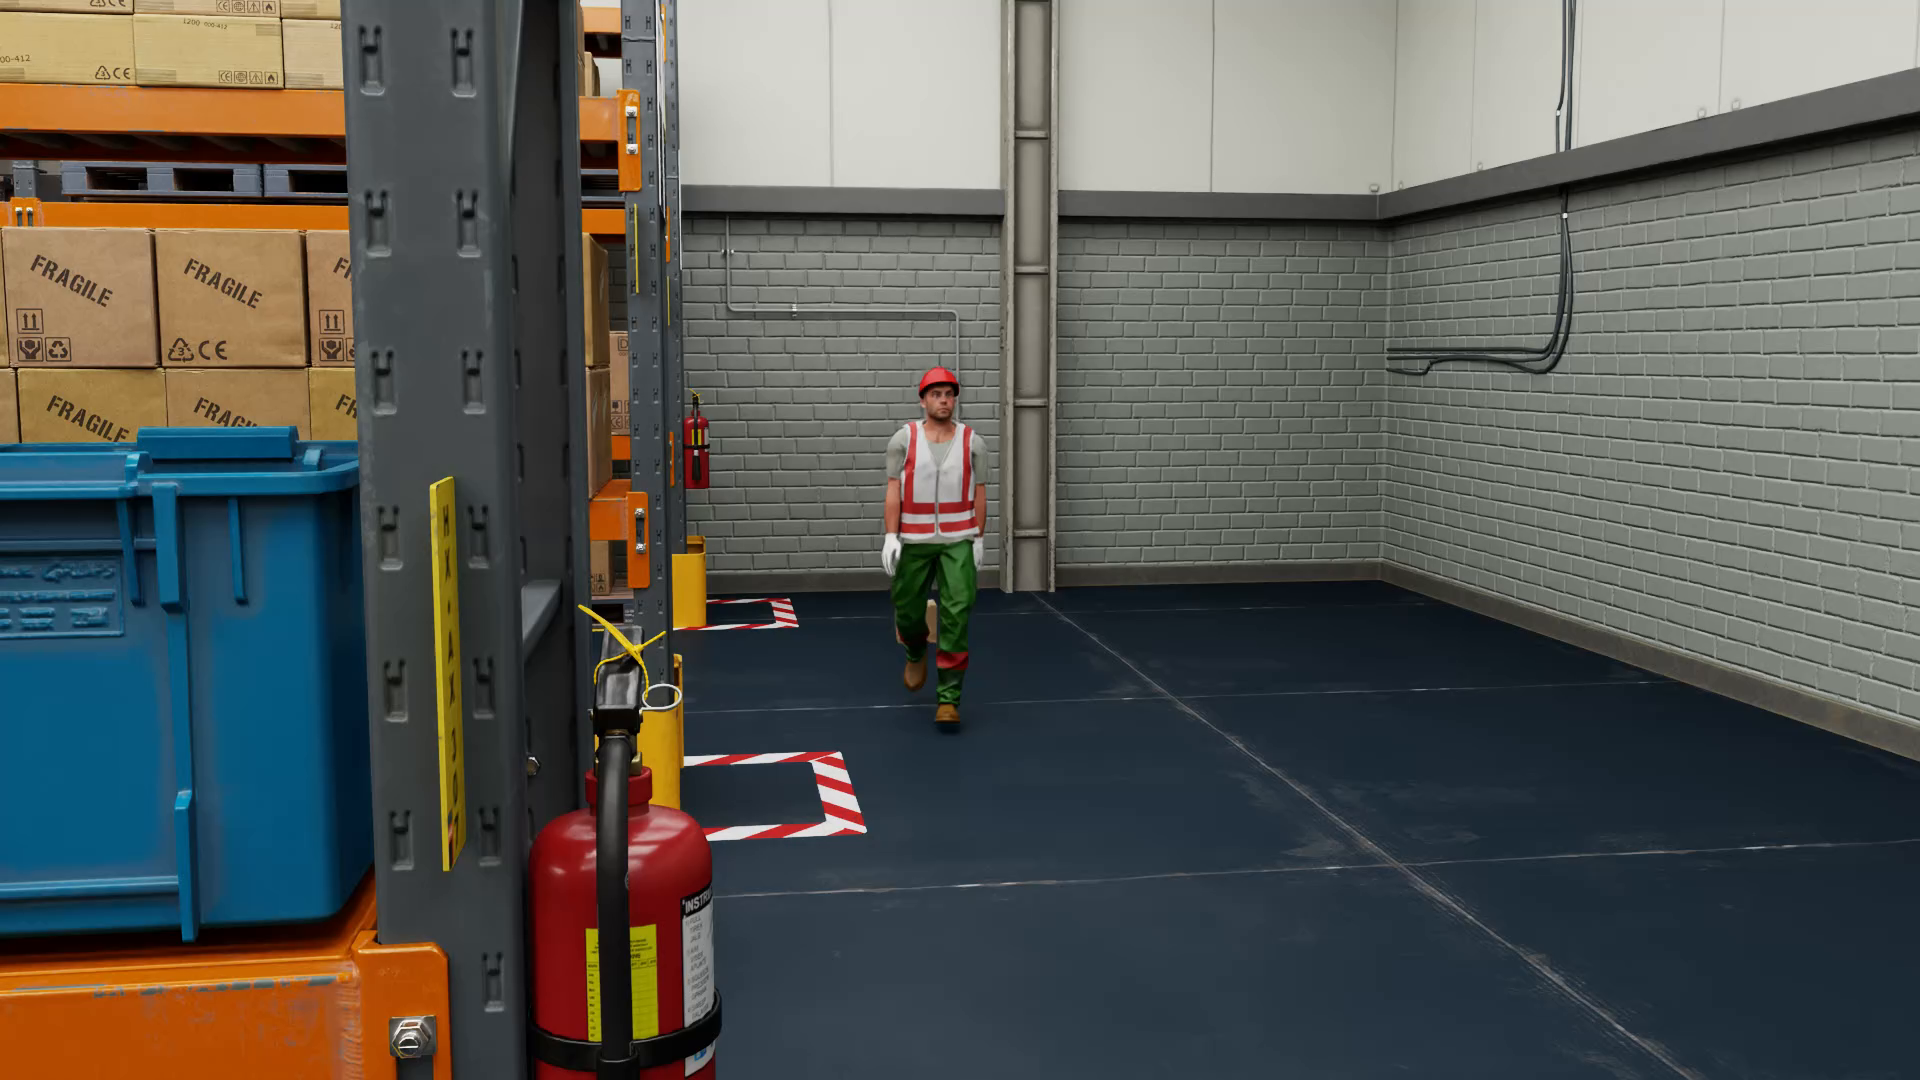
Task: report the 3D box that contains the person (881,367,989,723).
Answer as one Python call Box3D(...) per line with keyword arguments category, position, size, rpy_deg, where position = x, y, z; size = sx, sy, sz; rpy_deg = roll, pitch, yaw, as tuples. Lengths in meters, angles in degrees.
Box3D(category="person", position=(-0.125, 0.005, 8.440), size=(0.541, 1.761, 0.864), rpy_deg=(0, 6, -1))
